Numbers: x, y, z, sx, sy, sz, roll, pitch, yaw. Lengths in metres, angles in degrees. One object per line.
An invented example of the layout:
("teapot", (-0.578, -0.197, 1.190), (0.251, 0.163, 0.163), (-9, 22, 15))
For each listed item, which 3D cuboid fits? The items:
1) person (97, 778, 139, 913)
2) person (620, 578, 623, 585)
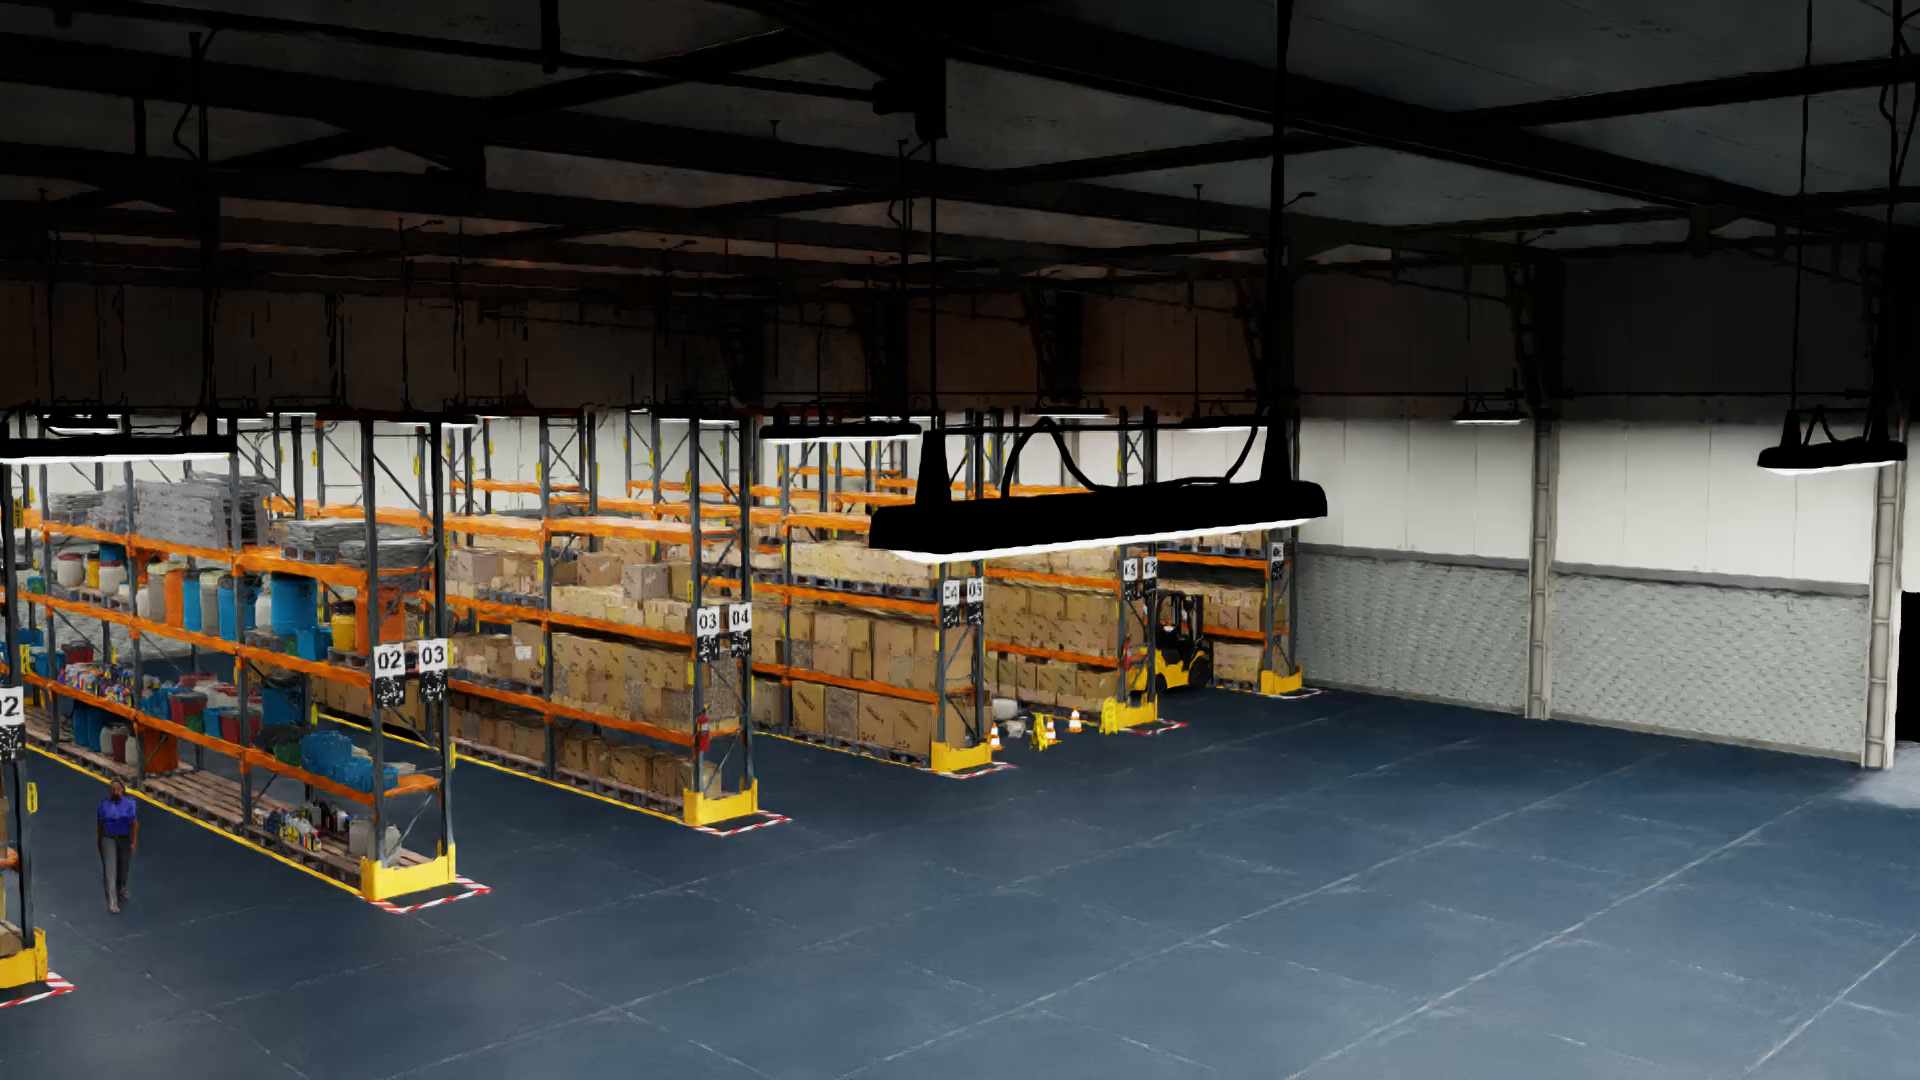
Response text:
("person", (-10.361, 3.709, 20.476), (0.443, 1.586, 1.002), (-4, 6, -36))
("person", (-8.257, 1.815, 40.988), (0.658, 1.767, 0.489), (4, 6, 37))
